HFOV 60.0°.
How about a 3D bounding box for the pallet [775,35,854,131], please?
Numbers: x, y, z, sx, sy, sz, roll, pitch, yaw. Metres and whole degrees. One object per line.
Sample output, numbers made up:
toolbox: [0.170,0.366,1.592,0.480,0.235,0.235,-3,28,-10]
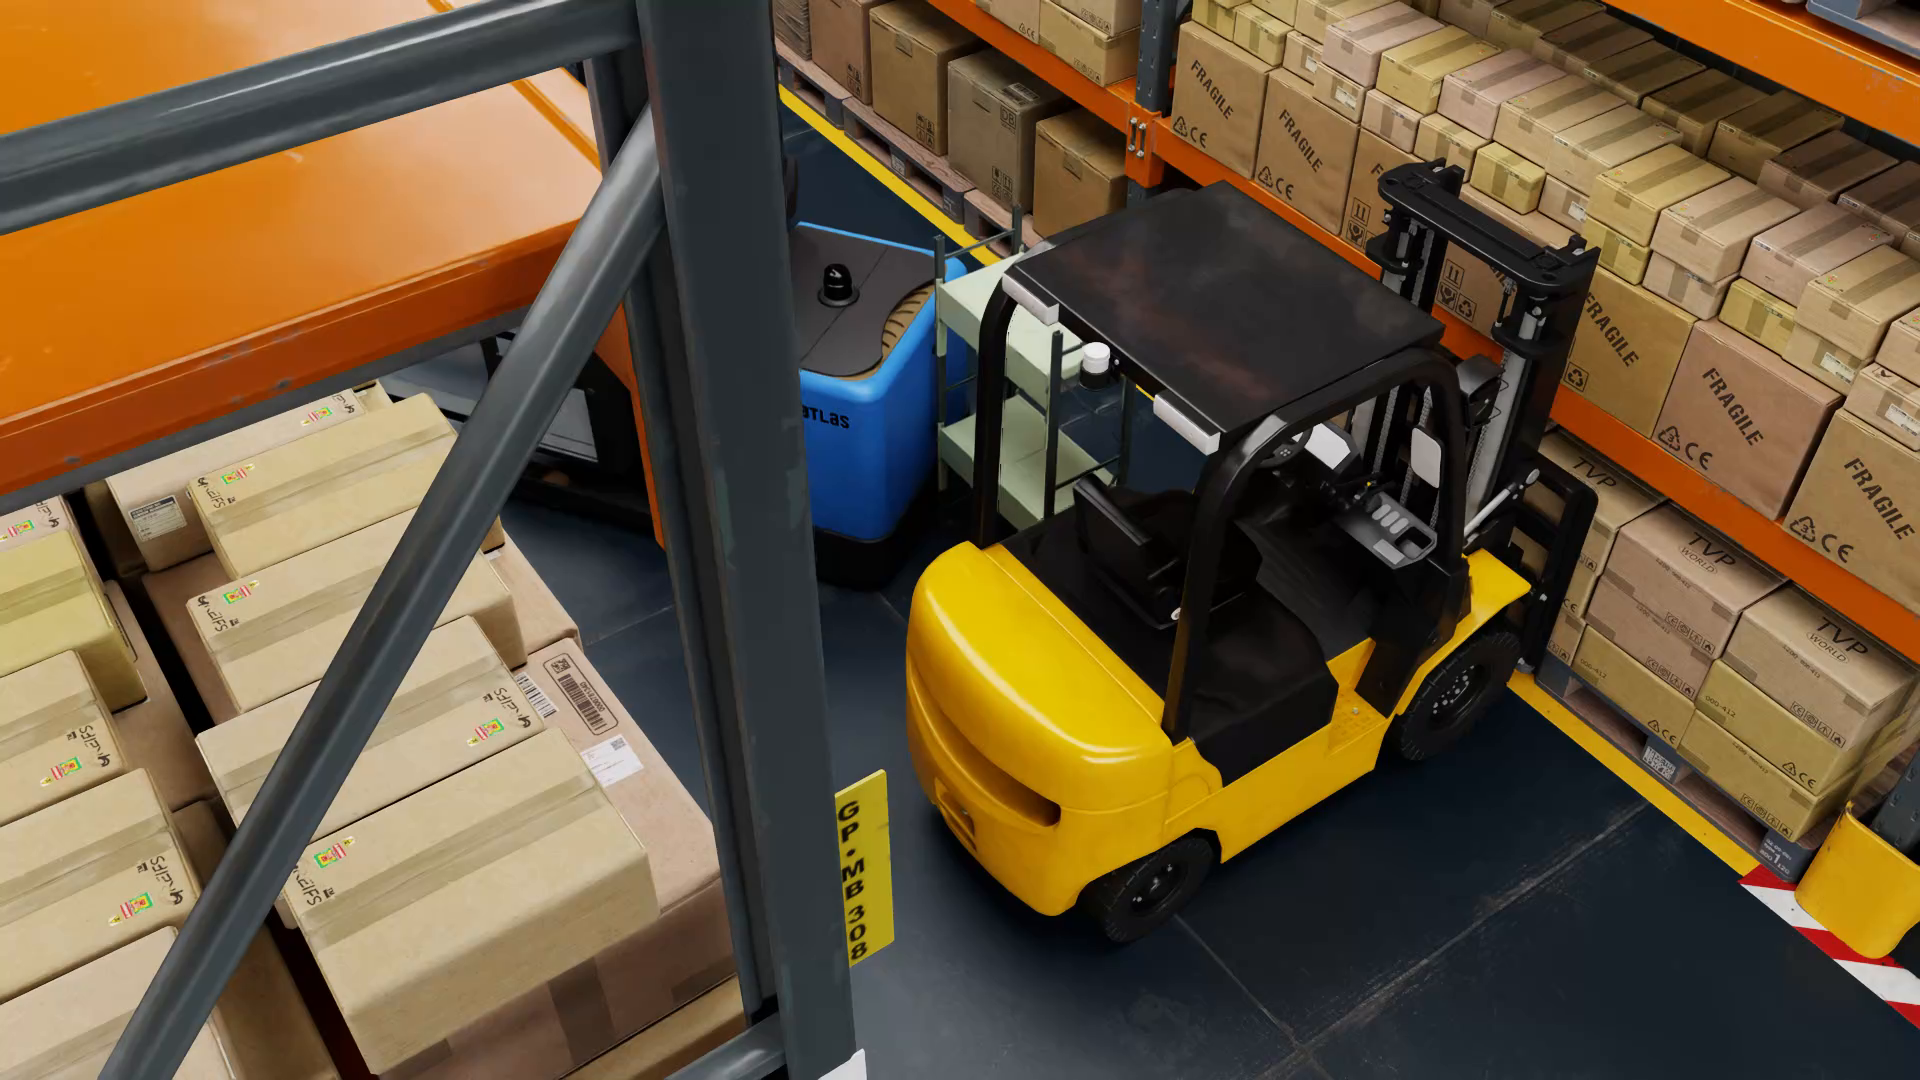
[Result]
pallet: [-0.635,-3.006,10.237,1.003,0.211,1.213,-26,49,-24]

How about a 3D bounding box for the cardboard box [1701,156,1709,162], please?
cardboard box: [2.664,-1.408,6.001,0.380,0.149,0.250,-26,49,-25]

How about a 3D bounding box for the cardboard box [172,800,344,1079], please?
cardboard box: [-1.080,0.676,2.082,0.500,0.250,0.500,-26,50,-25]

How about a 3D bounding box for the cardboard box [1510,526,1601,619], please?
cardboard box: [2.378,-0.028,6.423,0.500,0.250,0.500,-27,50,-25]

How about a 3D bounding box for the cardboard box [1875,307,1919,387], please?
cardboard box: [2.959,-0.591,4.930,0.380,0.149,0.250,-26,49,-24]

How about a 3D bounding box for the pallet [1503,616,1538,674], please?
pallet: [2.337,-0.064,7.155,1.003,0.211,1.213,-26,49,-24]

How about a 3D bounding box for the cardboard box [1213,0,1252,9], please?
cardboard box: [1.154,-2.312,6.733,0.380,0.149,0.250,-25,49,-24]

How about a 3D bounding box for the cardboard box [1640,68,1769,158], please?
cardboard box: [2.625,-1.506,5.888,0.380,0.149,0.250,-25,49,-24]

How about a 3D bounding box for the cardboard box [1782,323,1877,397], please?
cardboard box: [2.806,-0.626,5.182,0.380,0.149,0.250,-25,49,-24]

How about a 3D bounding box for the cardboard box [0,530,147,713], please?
cardboard box: [-1.382,0.177,2.315,0.380,0.149,0.250,-25,49,-24]

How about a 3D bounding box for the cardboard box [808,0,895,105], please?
cardboard box: [-0.348,-3.064,9.694,0.875,0.625,0.625,-24,49,-23]

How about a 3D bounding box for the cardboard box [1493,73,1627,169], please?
cardboard box: [2.113,-1.479,5.861,0.380,0.149,0.250,-26,49,-24]

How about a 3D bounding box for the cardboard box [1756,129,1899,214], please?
cardboard box: [2.901,-1.209,5.578,0.380,0.149,0.250,-24,49,-23]

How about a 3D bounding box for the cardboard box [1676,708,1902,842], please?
cardboard box: [2.975,0.736,5.985,0.500,0.250,0.500,-25,49,-24]

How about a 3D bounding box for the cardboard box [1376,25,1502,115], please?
cardboard box: [1.764,-1.736,6.129,0.380,0.149,0.250,-26,50,-25]

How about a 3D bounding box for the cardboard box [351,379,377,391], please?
cardboard box: [-1.237,-0.324,2.840,0.380,0.149,0.250,-24,49,-23]

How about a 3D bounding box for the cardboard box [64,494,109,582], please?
cardboard box: [-1.667,0.098,2.687,0.500,0.250,0.500,-24,49,-23]

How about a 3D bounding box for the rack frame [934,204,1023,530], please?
rack frame: [0.072,-0.671,6.858,0.400,1.500,0.023,-26,49,-25]

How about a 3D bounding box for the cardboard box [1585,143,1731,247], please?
cardboard box: [2.313,-1.147,5.512,0.380,0.149,0.250,-25,49,-24]

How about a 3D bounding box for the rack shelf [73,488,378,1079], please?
rack shelf: [-1.710,0.040,3.376,1.077,0.370,4.000,-26,49,-24]

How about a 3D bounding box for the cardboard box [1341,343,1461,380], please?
cardboard box: [1.812,-0.781,6.850,0.500,0.250,0.500,-24,49,-23]

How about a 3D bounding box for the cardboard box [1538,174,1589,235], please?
cardboard box: [2.252,-1.216,5.800,0.380,0.149,0.250,-26,49,-25]

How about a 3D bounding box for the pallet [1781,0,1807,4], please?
pallet: [2.418,-2.121,5.182,1.003,0.211,1.213,-26,49,-24]

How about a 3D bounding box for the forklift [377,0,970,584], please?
forklift: [-1.525,-1.526,6.717,3.031,2.935,1.130,15,46,16]

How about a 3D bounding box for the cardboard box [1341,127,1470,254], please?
cardboard box: [1.857,-1.338,6.398,0.500,0.500,0.500,-26,50,-25]

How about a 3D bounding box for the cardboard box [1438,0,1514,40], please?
cardboard box: [2.112,-2.128,6.540,0.380,0.149,0.250,-27,50,-25]

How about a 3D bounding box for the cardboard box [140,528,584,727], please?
cardboard box: [-0.915,0.180,2.601,0.500,0.250,0.500,-26,50,-25]

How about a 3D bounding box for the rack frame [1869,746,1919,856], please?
rack frame: [3.503,0.034,5.033,1.000,3.000,0.127,-26,49,-24]

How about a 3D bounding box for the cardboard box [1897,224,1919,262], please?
cardboard box: [3.201,-0.924,5.279,0.380,0.149,0.250,-25,49,-24]

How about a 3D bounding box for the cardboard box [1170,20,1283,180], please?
cardboard box: [1.254,-1.913,7.000,0.500,0.500,0.500,-27,50,-25]

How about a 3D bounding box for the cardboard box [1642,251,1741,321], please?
cardboard box: [2.482,-0.904,5.473,0.380,0.149,0.250,-27,50,-26]

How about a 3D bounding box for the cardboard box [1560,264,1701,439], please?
cardboard box: [2.423,-0.764,5.797,0.500,0.500,0.500,-27,50,-25]

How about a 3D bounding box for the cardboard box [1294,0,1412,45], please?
cardboard box: [1.531,-2.058,6.467,0.380,0.149,0.250,-27,50,-25]

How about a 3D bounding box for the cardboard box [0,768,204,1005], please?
cardboard box: [-1.118,0.479,2.000,0.380,0.149,0.250,-25,49,-24]

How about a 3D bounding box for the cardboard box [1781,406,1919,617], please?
cardboard box: [3.006,-0.177,5.181,0.500,0.500,0.500,-27,50,-25]

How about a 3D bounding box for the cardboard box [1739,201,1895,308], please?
cardboard box: [2.705,-0.899,5.253,0.380,0.149,0.250,-25,49,-24]

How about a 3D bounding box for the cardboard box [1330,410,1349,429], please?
cardboard box: [1.806,-0.600,7.022,0.500,0.250,0.500,-26,50,-25]

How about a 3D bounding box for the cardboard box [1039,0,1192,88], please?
cardboard box: [0.712,-2.359,7.648,0.500,0.250,0.500,-25,49,-24]

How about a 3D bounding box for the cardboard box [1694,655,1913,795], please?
cardboard box: [2.968,0.544,5.824,0.500,0.250,0.500,-26,50,-25]

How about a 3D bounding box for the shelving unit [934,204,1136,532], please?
shelving unit: [0.282,-0.464,6.641,0.431,1.500,0.755,-26,49,-25]

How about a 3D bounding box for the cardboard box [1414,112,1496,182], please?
cardboard box: [1.890,-1.481,6.078,0.380,0.149,0.250,-27,50,-26]

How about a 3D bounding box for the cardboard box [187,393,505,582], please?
cardboard box: [-0.934,-0.041,2.544,0.380,0.149,0.250,-26,49,-25]

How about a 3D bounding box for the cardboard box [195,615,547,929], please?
cardboard box: [-0.759,0.296,2.190,0.380,0.149,0.250,-26,49,-25]

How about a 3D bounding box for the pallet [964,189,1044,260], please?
pallet: [0.761,-1.624,8.789,1.003,0.211,1.213,-26,49,-24]

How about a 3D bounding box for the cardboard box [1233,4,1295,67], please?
cardboard box: [1.331,-2.071,6.696,0.380,0.149,0.250,-25,49,-24]

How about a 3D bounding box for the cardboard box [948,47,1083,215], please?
cardboard box: [0.469,-2.258,8.849,0.875,0.625,0.625,-26,50,-25]

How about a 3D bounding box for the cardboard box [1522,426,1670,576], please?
cardboard box: [2.390,-0.191,6.232,0.500,0.250,0.500,-25,49,-24]

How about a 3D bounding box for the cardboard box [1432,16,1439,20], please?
cardboard box: [1.925,-2.140,6.768,0.380,0.149,0.250,-25,49,-23]

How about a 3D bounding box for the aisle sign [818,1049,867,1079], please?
aisle sign: [-0.276,0.970,2.170,0.394,0.787,0.004,-26,49,-24]

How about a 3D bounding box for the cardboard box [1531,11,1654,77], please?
cardboard box: [2.351,-1.810,6.207,0.380,0.149,0.250,-26,50,-25]

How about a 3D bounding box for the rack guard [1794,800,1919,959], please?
rack guard: [3.517,0.952,5.882,1.175,0.500,0.348,-26,49,-24]

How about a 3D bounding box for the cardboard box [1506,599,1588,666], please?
cardboard box: [2.420,0.163,6.585,0.500,0.250,0.500,-25,49,-24]

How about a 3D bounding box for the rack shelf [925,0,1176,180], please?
rack shelf: [0.071,-3.104,8.841,1.077,0.370,4.000,-26,49,-24]

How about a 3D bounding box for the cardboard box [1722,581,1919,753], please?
cardboard box: [2.984,0.378,5.636,0.500,0.250,0.500,-24,49,-23]

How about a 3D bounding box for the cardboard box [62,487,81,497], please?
cardboard box: [-1.644,-0.123,2.629,0.380,0.149,0.250,-27,50,-26]

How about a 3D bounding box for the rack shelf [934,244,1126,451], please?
rack shelf: [0.282,-0.747,6.372,0.431,0.370,0.720,-26,49,-25]

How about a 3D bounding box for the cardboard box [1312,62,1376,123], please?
cardboard box: [1.583,-1.766,6.376,0.380,0.149,0.250,-25,49,-24]
